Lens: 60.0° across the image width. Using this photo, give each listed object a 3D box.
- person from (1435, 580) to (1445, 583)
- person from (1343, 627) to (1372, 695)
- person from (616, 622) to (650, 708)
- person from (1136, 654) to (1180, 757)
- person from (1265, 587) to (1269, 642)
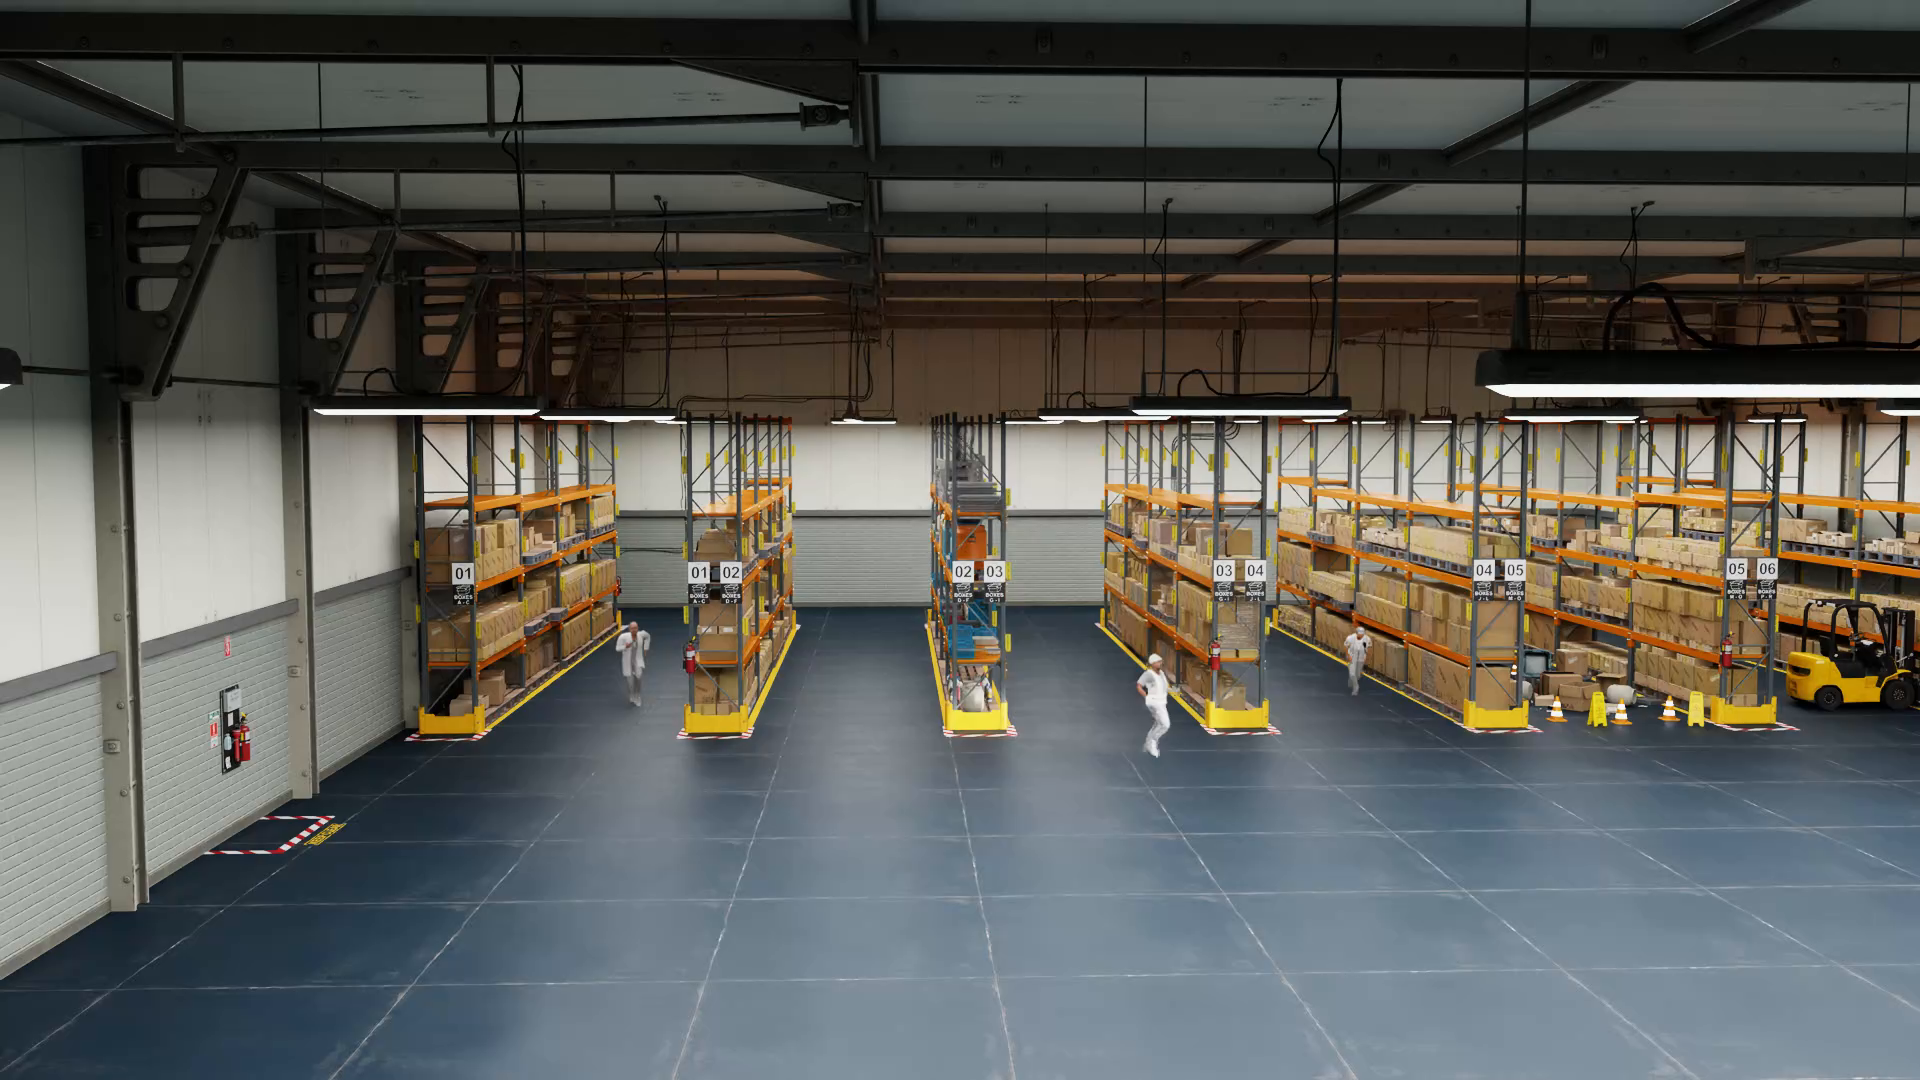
[{"bbox_3d":[14.514,1.473,49.750,0.692,1.793,0.633,0,4,-6],"label":"person"},{"bbox_3d":[8.516,2.568,35.662,0.613,1.506,0.993,0,4,3],"label":"person"},{"bbox_3d":[-6.691,2.535,34.067,0.692,1.752,0.999,-1,4,-12],"label":"person"},{"bbox_3d":[3.466,2.874,28.880,0.635,1.774,0.663,2,4,28],"label":"person"},{"bbox_3d":[8.002,1.789,44.488,0.653,1.793,0.902,-1,4,-12],"label":"person"}]
